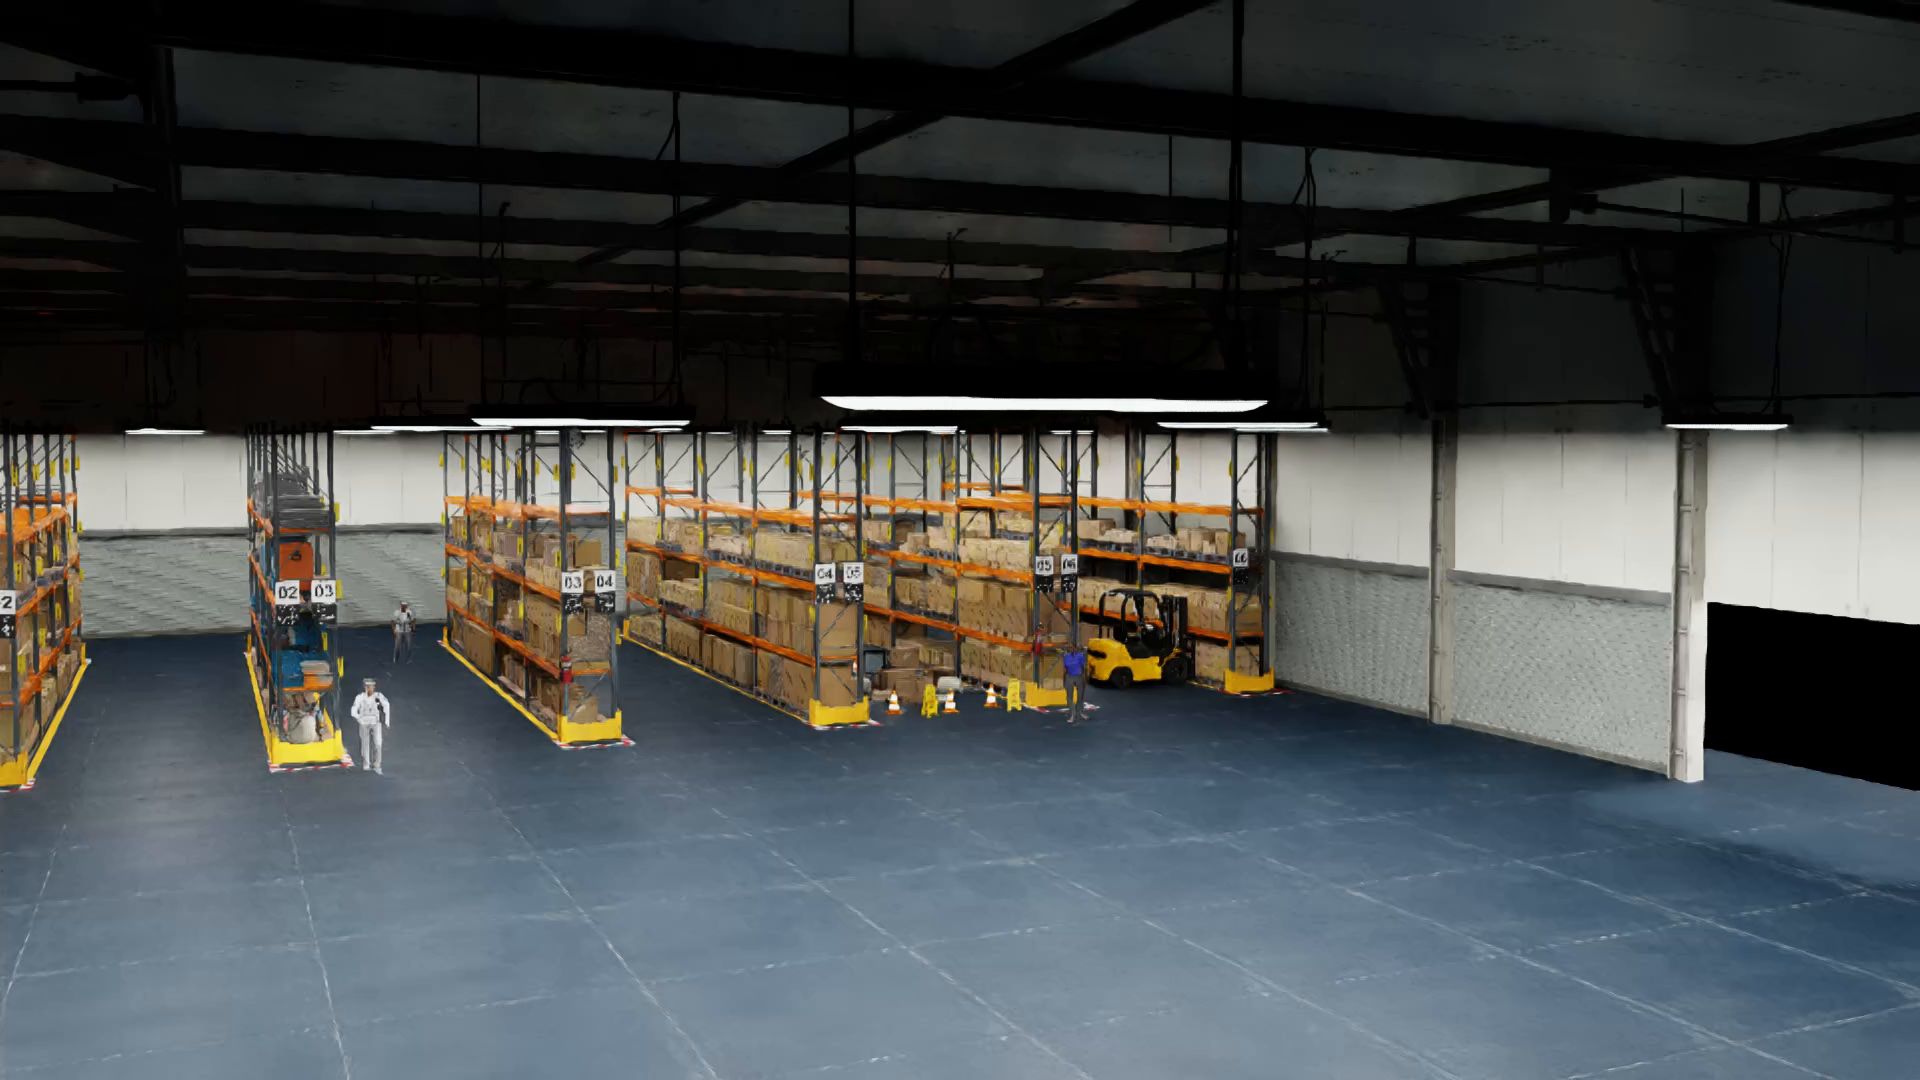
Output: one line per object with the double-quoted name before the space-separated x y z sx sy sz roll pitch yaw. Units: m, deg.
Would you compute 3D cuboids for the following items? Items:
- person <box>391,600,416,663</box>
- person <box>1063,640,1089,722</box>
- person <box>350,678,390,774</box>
"person" -14.017 2.300 41.872 0.592 1.629 0.526 -2 4 -26
"person" 2.332 2.822 33.478 0.498 1.633 0.552 1 4 14
"person" -10.068 3.136 28.400 0.635 1.621 0.814 -1 4 -19
